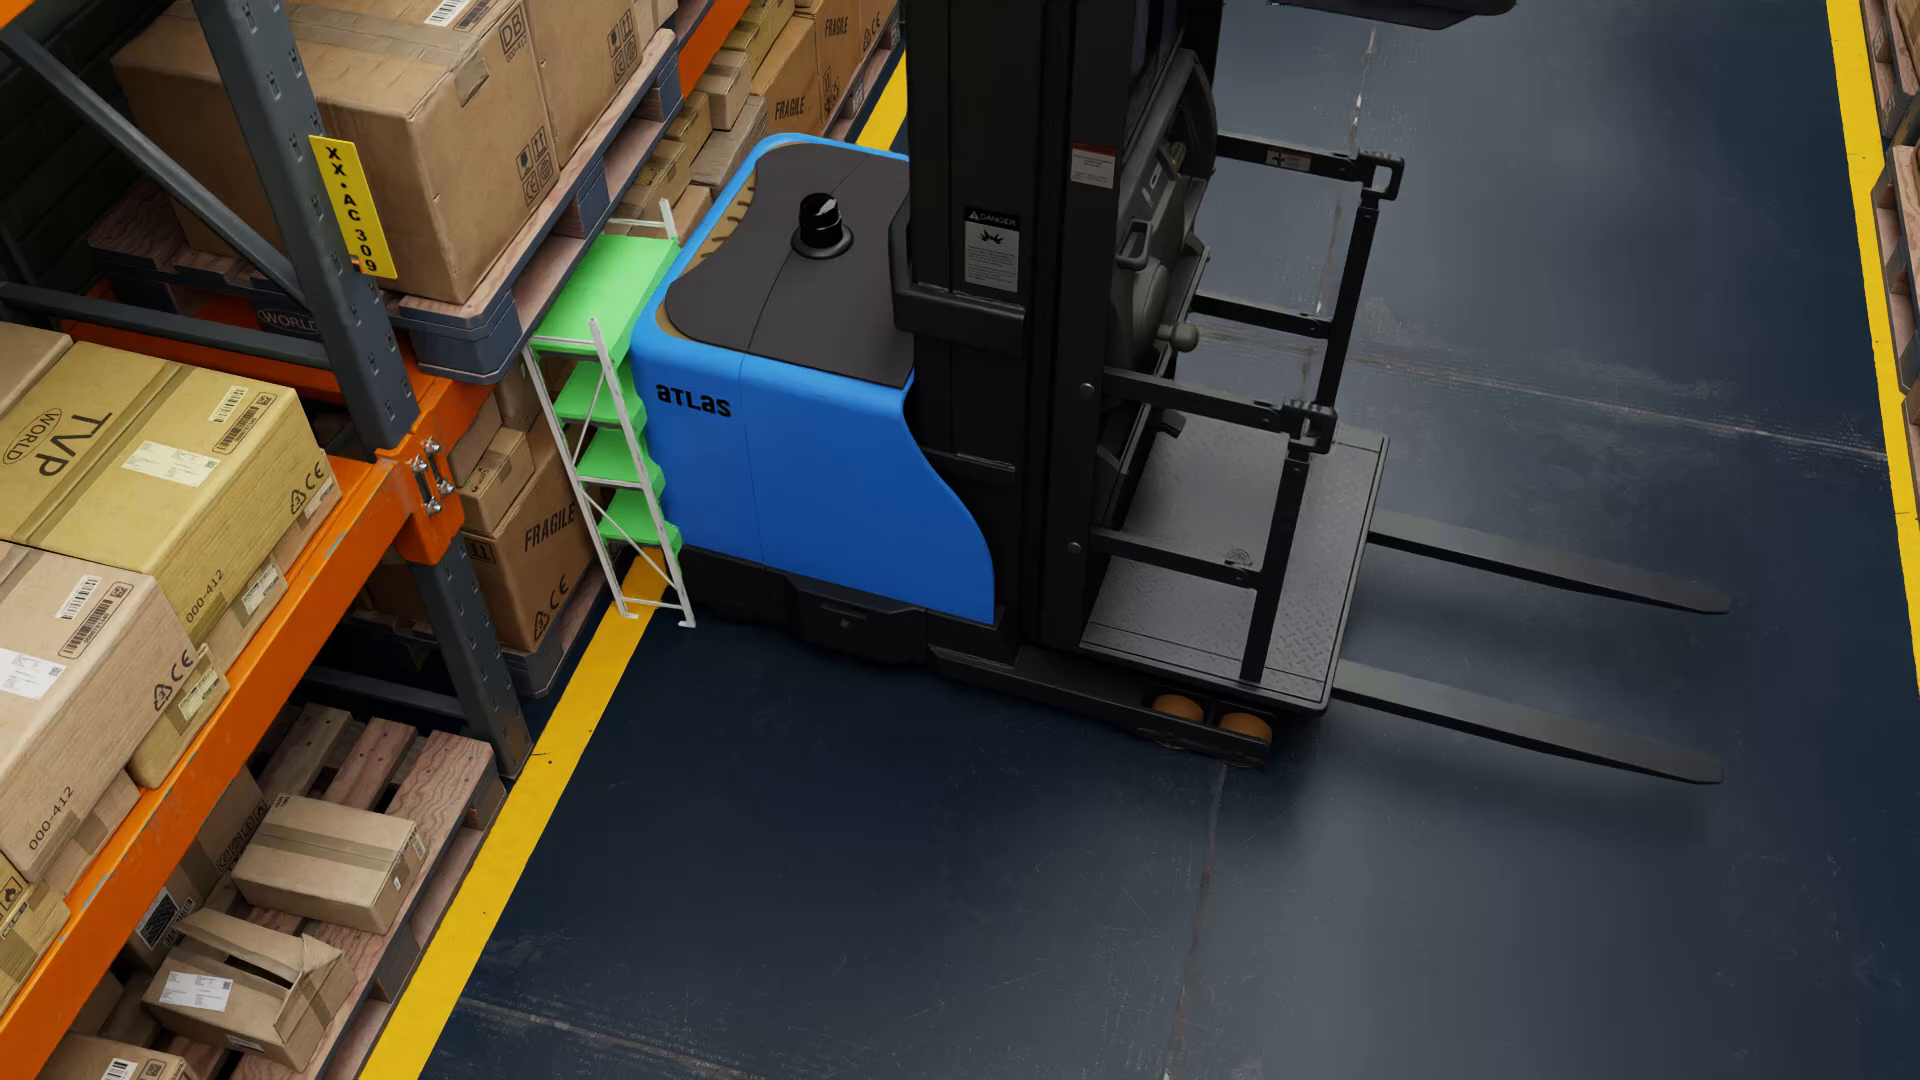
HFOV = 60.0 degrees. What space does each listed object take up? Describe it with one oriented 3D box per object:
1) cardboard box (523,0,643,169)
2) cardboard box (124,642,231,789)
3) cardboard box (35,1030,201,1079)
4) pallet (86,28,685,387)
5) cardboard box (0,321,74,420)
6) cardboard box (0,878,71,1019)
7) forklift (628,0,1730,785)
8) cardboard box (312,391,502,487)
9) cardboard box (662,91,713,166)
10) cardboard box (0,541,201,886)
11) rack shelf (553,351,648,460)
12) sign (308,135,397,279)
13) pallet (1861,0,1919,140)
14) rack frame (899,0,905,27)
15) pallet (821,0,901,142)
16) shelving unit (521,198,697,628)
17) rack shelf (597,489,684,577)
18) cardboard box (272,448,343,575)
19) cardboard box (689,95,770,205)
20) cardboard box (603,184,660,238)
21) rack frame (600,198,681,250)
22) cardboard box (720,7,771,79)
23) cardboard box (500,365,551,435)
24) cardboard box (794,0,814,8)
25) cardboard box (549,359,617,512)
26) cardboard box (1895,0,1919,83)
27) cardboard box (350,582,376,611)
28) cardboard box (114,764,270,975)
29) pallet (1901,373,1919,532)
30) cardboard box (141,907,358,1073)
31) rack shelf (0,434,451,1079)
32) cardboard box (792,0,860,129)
[{"bbox_3d":[-1.229,-1.311,4.060,0.700,0.500,0.500,12,50,10],"label":"cardboard box"},{"bbox_3d":[-1.641,0.290,3.161,0.380,0.149,0.250,13,50,11],"label":"cardboard box"},{"bbox_3d":[-1.973,1.337,3.456,0.700,0.500,0.500,10,49,9],"label":"cardboard box"},{"bbox_3d":[-1.393,-0.952,4.218,1.003,0.211,1.213,12,50,10],"label":"pallet"},{"bbox_3d":[-2.099,-0.203,3.330,0.500,0.250,0.500,11,50,10],"label":"cardboard box"},{"bbox_3d":[-1.777,0.665,2.830,0.380,0.149,0.250,11,49,9],"label":"cardboard box"},{"bbox_3d":[0.685,-0.781,3.985,3.031,2.935,1.130,14,50,12],"label":"forklift"},{"bbox_3d":[-1.416,-0.303,4.273,0.380,0.149,0.250,11,49,9],"label":"cardboard box"},{"bbox_3d":[-1.031,-1.350,5.396,0.380,0.149,0.250,12,50,10],"label":"cardboard box"},{"bbox_3d":[-1.725,0.274,2.909,0.500,0.250,0.500,12,50,10],"label":"cardboard box"},{"bbox_3d":[-0.917,-0.454,4.599,0.258,0.148,0.480,7,49,13],"label":"rack shelf"},{"bbox_3d":[-1.183,-0.644,3.240,0.100,0.325,0.005,12,50,10],"label":"sign"},{"bbox_3d":[4.341,-2.018,6.890,1.003,0.211,1.213,12,50,10],"label":"pallet"},{"bbox_3d":[-0.655,-3.352,6.208,1.000,3.000,0.127,12,50,10],"label":"rack frame"},{"bbox_3d":[-0.888,-1.897,6.783,1.003,0.211,1.213,12,50,10],"label":"pallet"},{"bbox_3d":[-0.901,-0.336,4.729,0.258,1.200,0.503,7,49,13],"label":"shelving unit"},{"bbox_3d":[-0.874,-0.133,4.953,0.258,0.148,0.480,7,49,13],"label":"rack shelf"},{"bbox_3d":[-1.549,-0.095,3.501,0.380,0.149,0.250,12,50,11],"label":"cardboard box"},{"bbox_3d":[-0.955,-1.197,5.693,0.500,0.500,0.500,10,49,9],"label":"cardboard box"},{"bbox_3d":[-1.142,-0.970,5.060,0.380,0.149,0.250,11,50,10],"label":"cardboard box"},{"bbox_3d":[-0.841,-0.515,4.884,0.240,1.200,0.015,7,49,13],"label":"rack frame"},{"bbox_3d":[-0.873,-1.724,5.725,0.380,0.149,0.250,11,49,9],"label":"cardboard box"},{"bbox_3d":[-1.359,-0.408,4.564,0.380,0.149,0.250,10,49,9],"label":"cardboard box"},{"bbox_3d":[-0.695,-2.086,6.045,0.380,0.149,0.250,10,49,9],"label":"cardboard box"},{"bbox_3d":[-1.233,-0.463,5.045,0.500,0.500,0.500,11,49,10],"label":"cardboard box"},{"bbox_3d":[4.293,-2.052,6.533,0.950,0.372,0.625,9,49,7],"label":"cardboard box"},{"bbox_3d":[-1.864,-0.184,4.799,0.500,0.500,0.500,11,50,10],"label":"cardboard box"},{"bbox_3d":[-2.110,0.723,4.125,0.500,0.311,0.500,13,50,11],"label":"cardboard box"},{"bbox_3d":[3.531,-0.018,5.125,1.003,0.211,1.213,12,50,10],"label":"pallet"},{"bbox_3d":[-1.666,1.026,3.887,0.396,0.266,0.258,13,50,11],"label":"cardboard box"},{"bbox_3d":[-2.235,1.226,2.647,1.077,0.370,4.000,12,50,10],"label":"rack shelf"},{"bbox_3d":[-0.701,-1.956,6.363,0.500,0.500,0.500,11,49,9],"label":"cardboard box"}]
